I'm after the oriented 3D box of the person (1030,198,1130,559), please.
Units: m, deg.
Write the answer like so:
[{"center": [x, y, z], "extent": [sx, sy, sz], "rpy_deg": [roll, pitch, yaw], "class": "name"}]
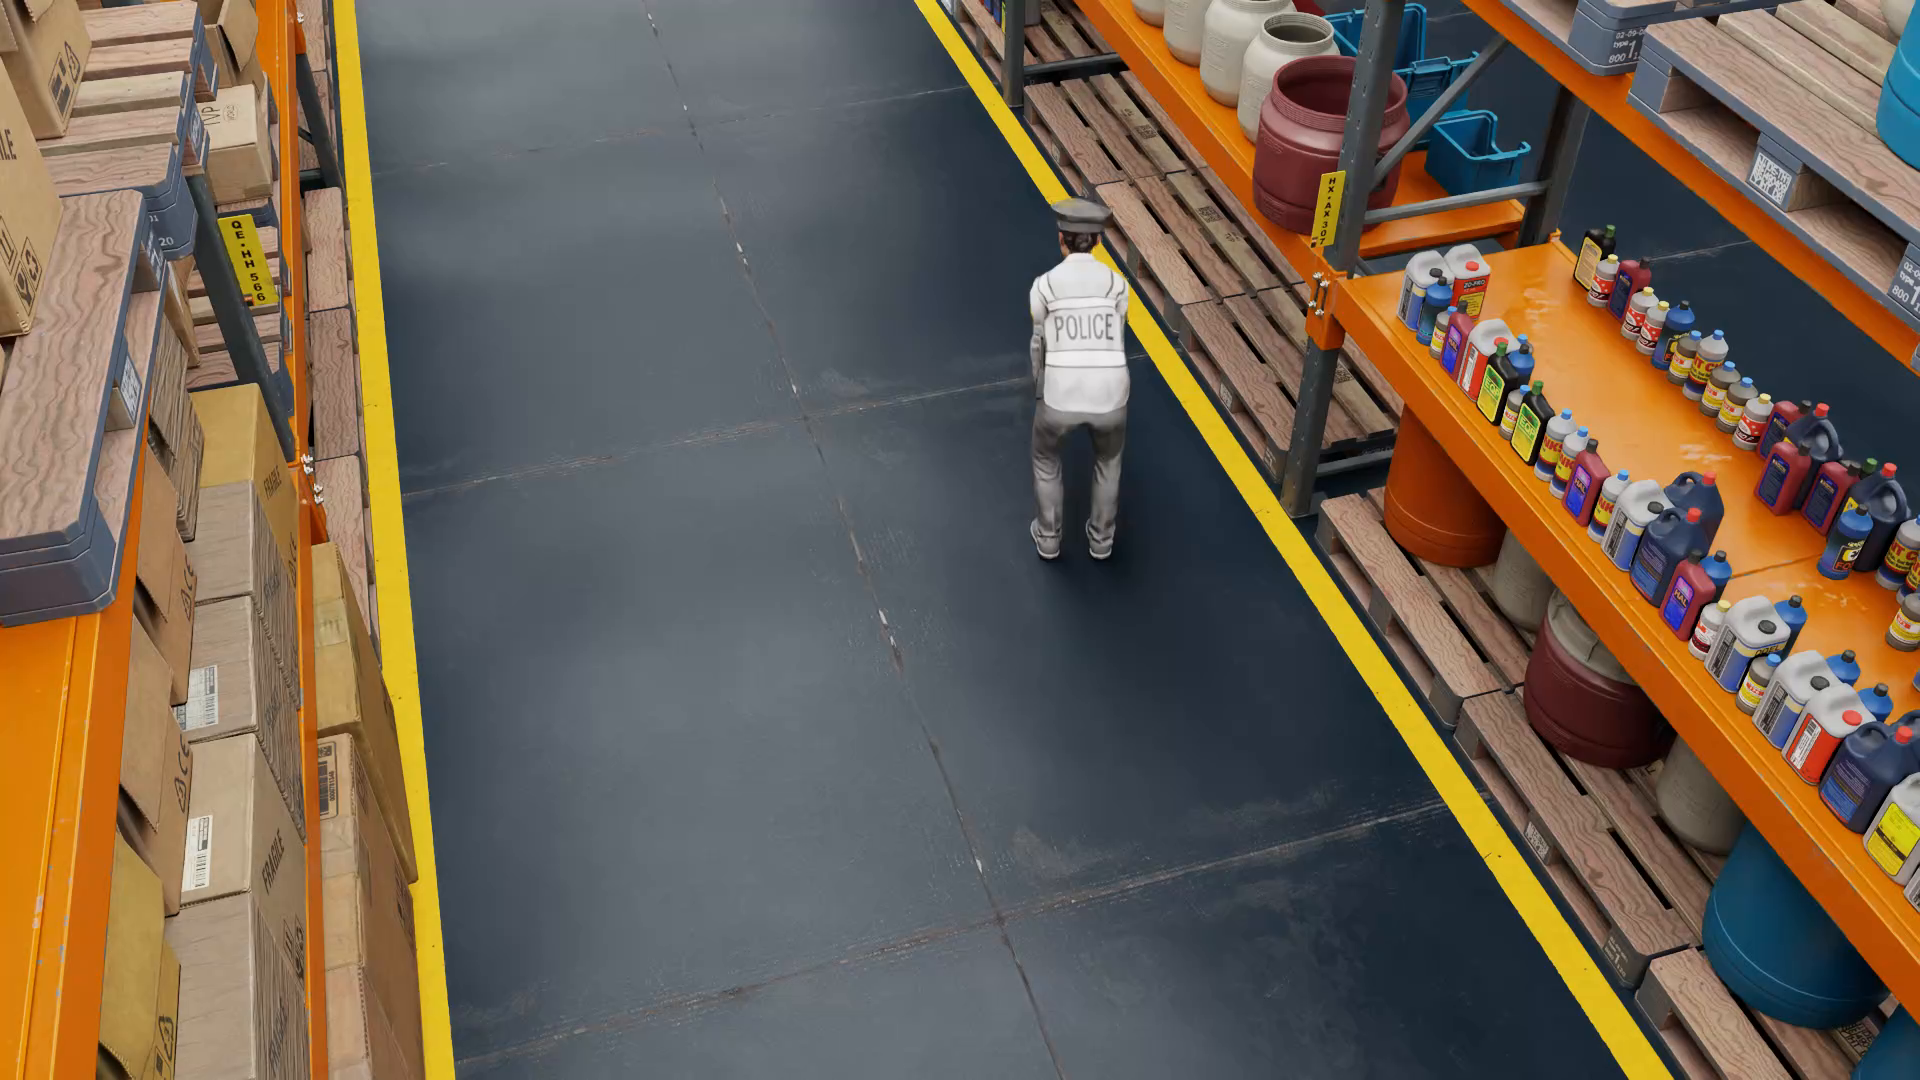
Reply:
[{"center": [0.488, -0.645, 6.982], "extent": [0.410, 1.513, 0.710], "rpy_deg": [-1, 42, -1], "class": "person"}]
